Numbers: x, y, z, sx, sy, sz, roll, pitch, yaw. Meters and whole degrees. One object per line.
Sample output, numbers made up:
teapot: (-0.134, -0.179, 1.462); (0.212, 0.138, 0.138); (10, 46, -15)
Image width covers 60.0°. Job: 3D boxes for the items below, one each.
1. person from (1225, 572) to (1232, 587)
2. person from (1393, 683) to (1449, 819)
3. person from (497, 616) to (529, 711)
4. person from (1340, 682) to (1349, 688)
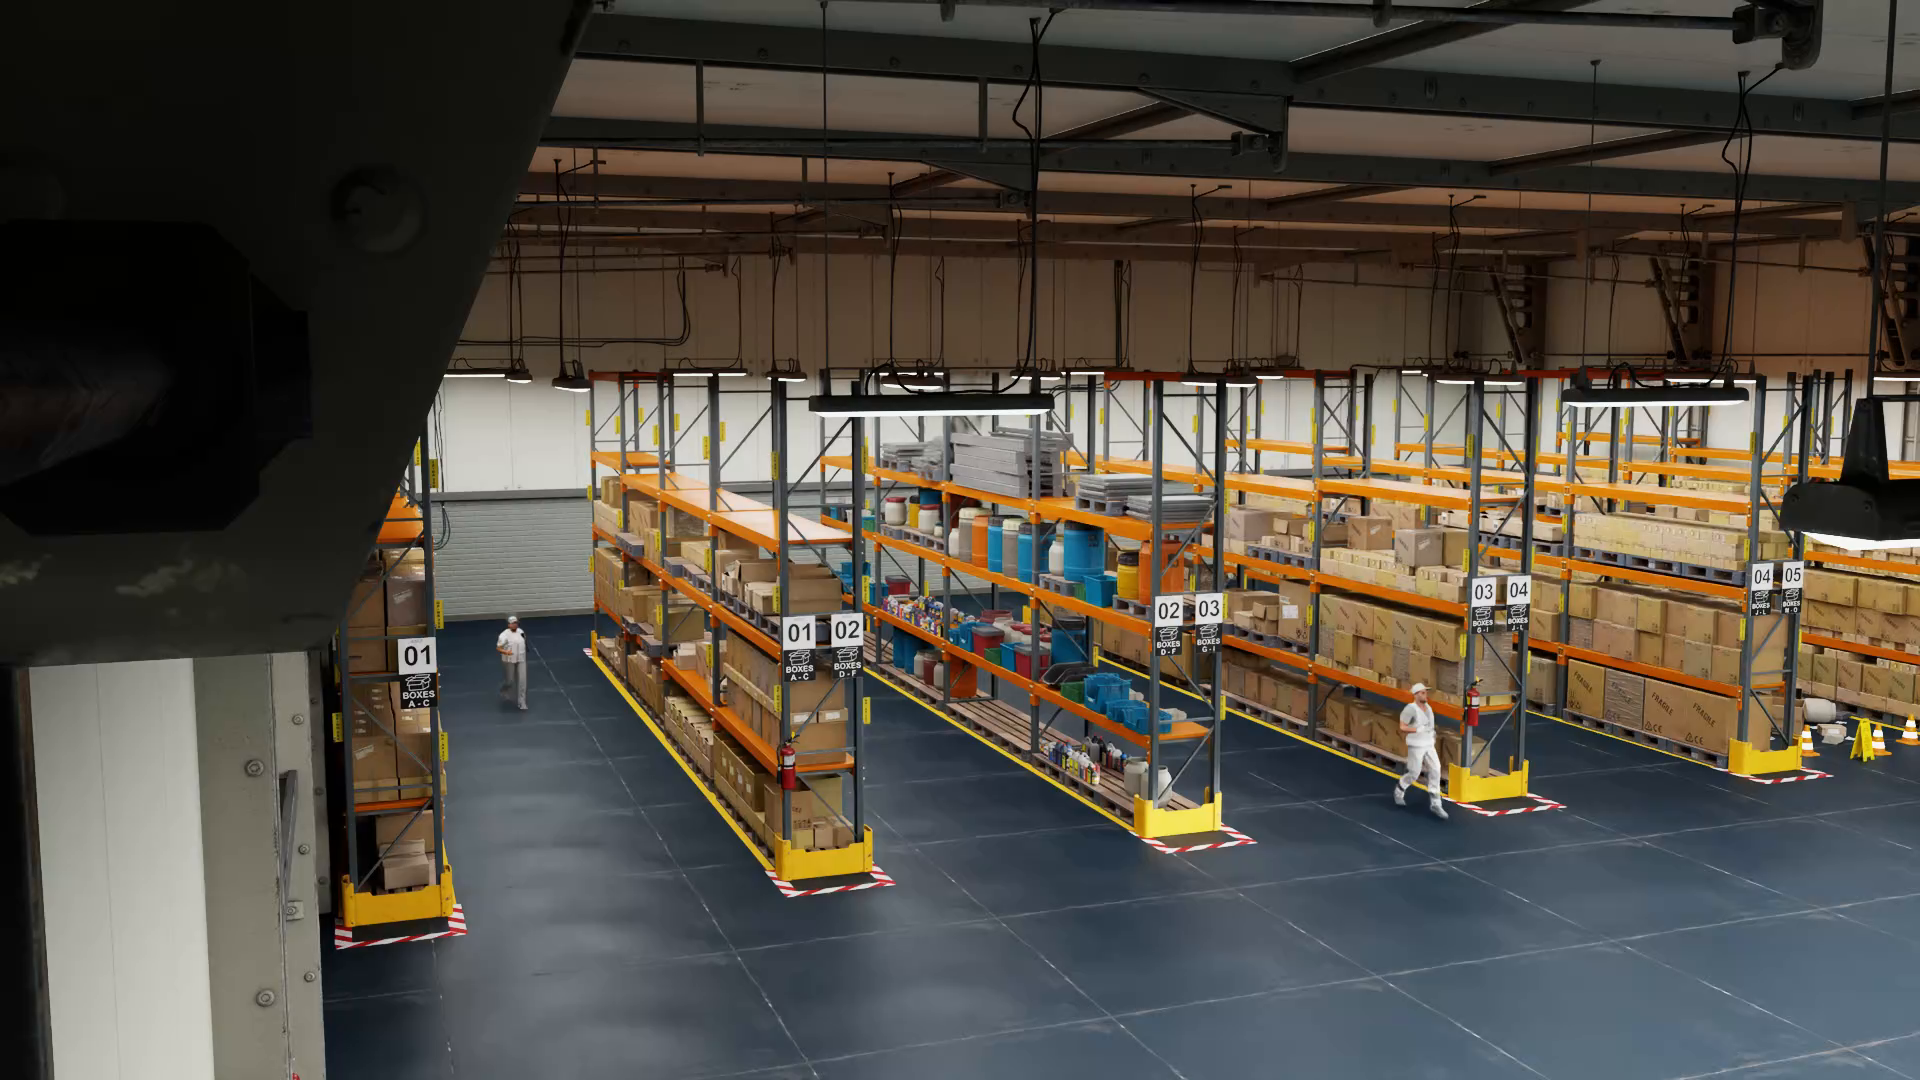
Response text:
person: (6.562, 0.901, 41.523); (0.531, 1.608, 0.707); (-1, 6, -7)
person: (6.379, 2.872, 22.937); (0.723, 1.787, 0.917); (-4, 7, -31)
person: (-8.005, 2.191, 29.825); (0.609, 1.654, 0.891); (-5, 8, -36)
person: (7.420, 2.032, 31.286); (0.592, 1.719, 0.698); (-3, 7, -24)
